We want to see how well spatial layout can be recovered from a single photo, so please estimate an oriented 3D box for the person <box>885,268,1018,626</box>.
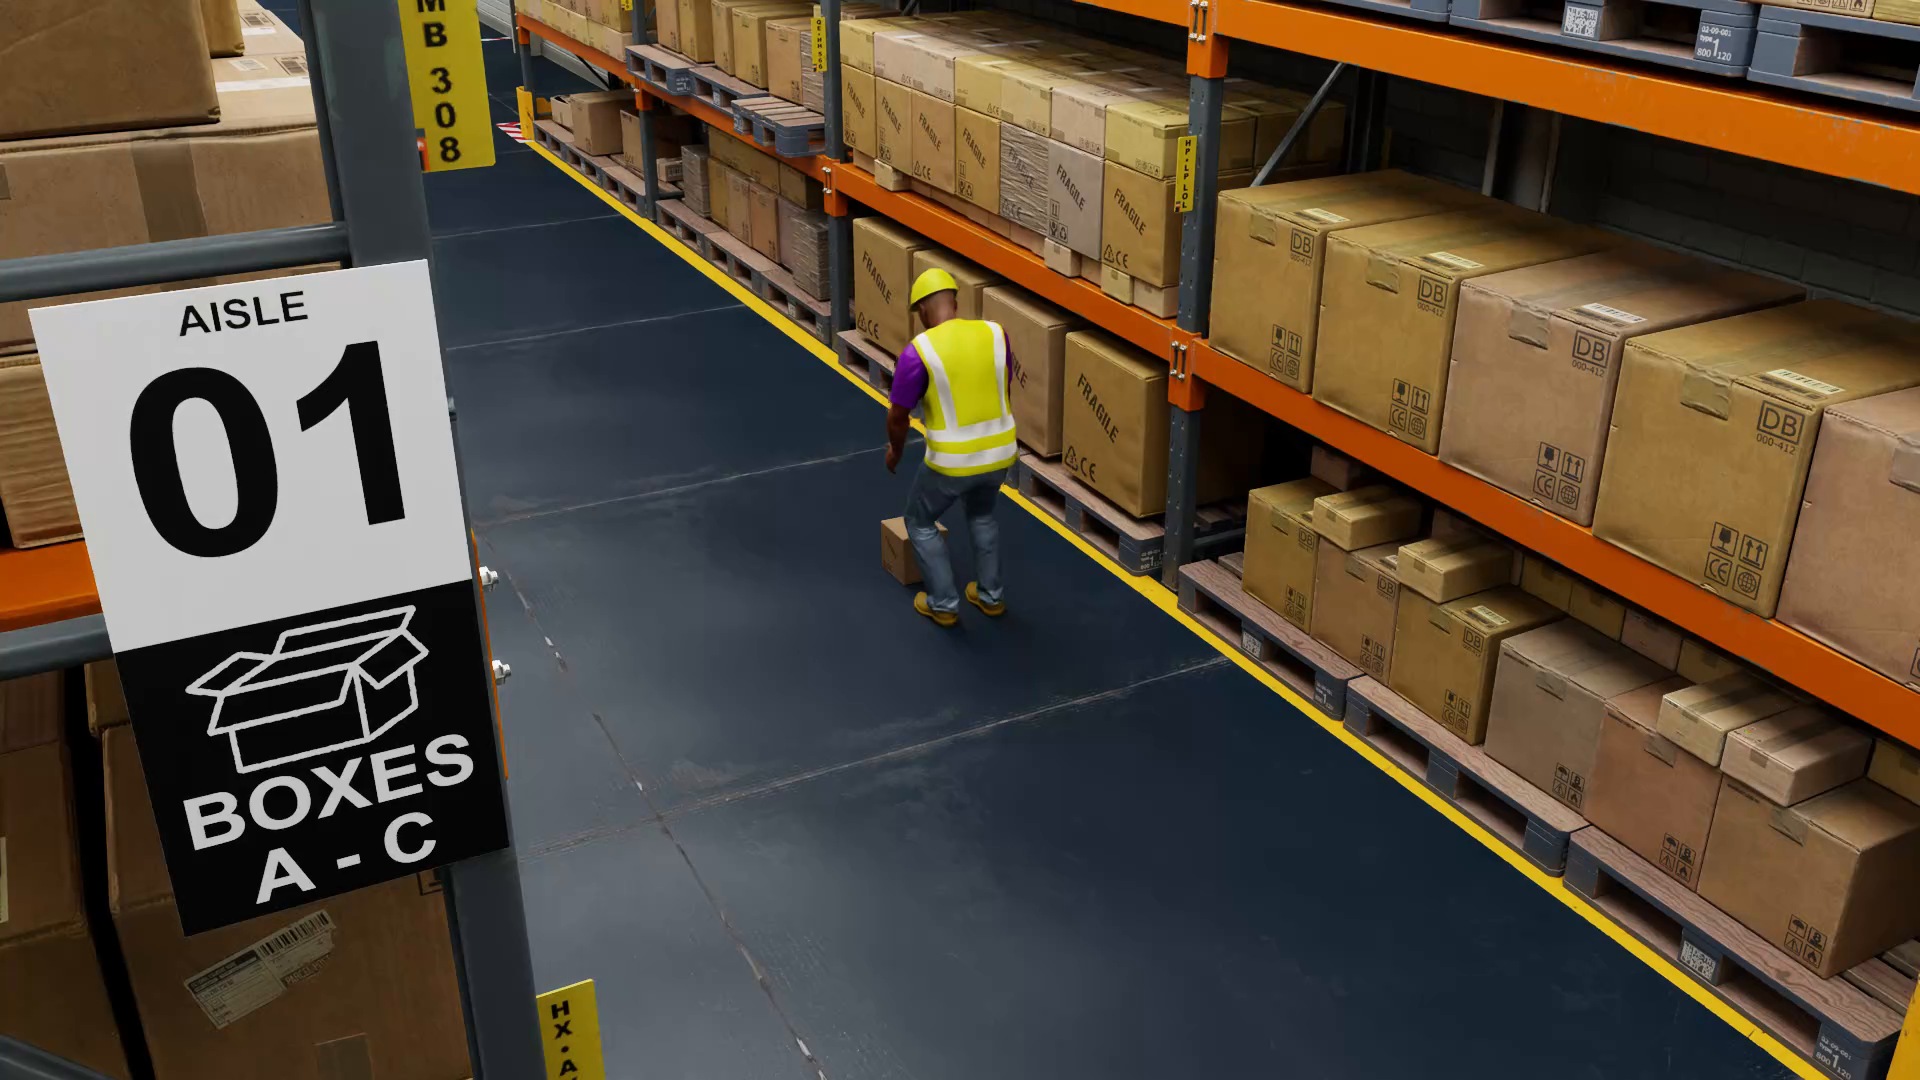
[{"bbox_3d":[-0.039,-0.406,7.595,0.613,1.633,0.576,-12,28,-24],"label":"person"}]
